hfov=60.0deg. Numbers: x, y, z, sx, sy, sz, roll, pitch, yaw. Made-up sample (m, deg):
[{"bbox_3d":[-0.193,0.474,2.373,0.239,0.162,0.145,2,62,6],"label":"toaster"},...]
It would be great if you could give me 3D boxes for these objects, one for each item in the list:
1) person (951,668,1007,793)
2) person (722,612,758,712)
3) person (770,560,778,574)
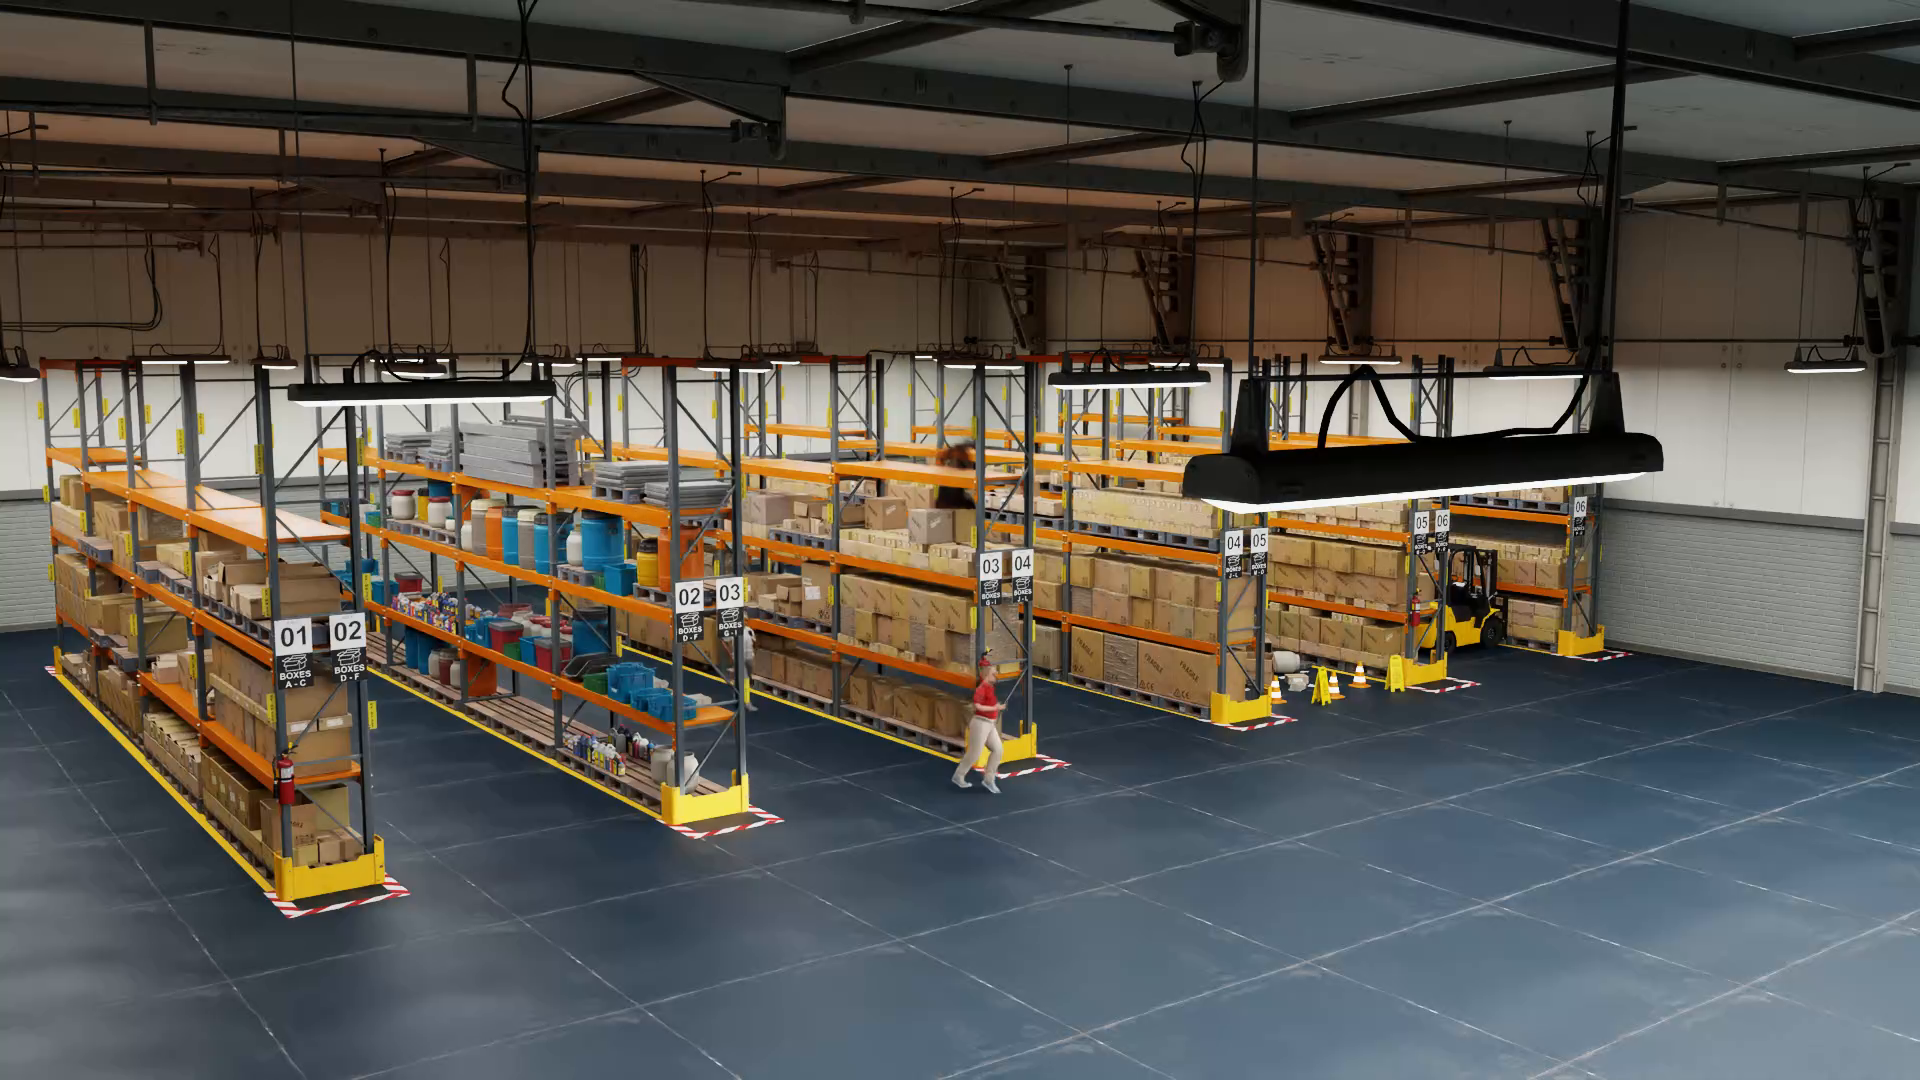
[{"bbox_3d":[0.323,2.685,23.539,0.750,1.762,0.677,3,7,22],"label":"person"},{"bbox_3d":[-3.744,2.058,28.593,0.583,1.663,0.924,-6,9,-40],"label":"person"},{"bbox_3d":[-4.695,0.384,42.427,0.578,1.734,0.656,-5,8,-34],"label":"person"}]
